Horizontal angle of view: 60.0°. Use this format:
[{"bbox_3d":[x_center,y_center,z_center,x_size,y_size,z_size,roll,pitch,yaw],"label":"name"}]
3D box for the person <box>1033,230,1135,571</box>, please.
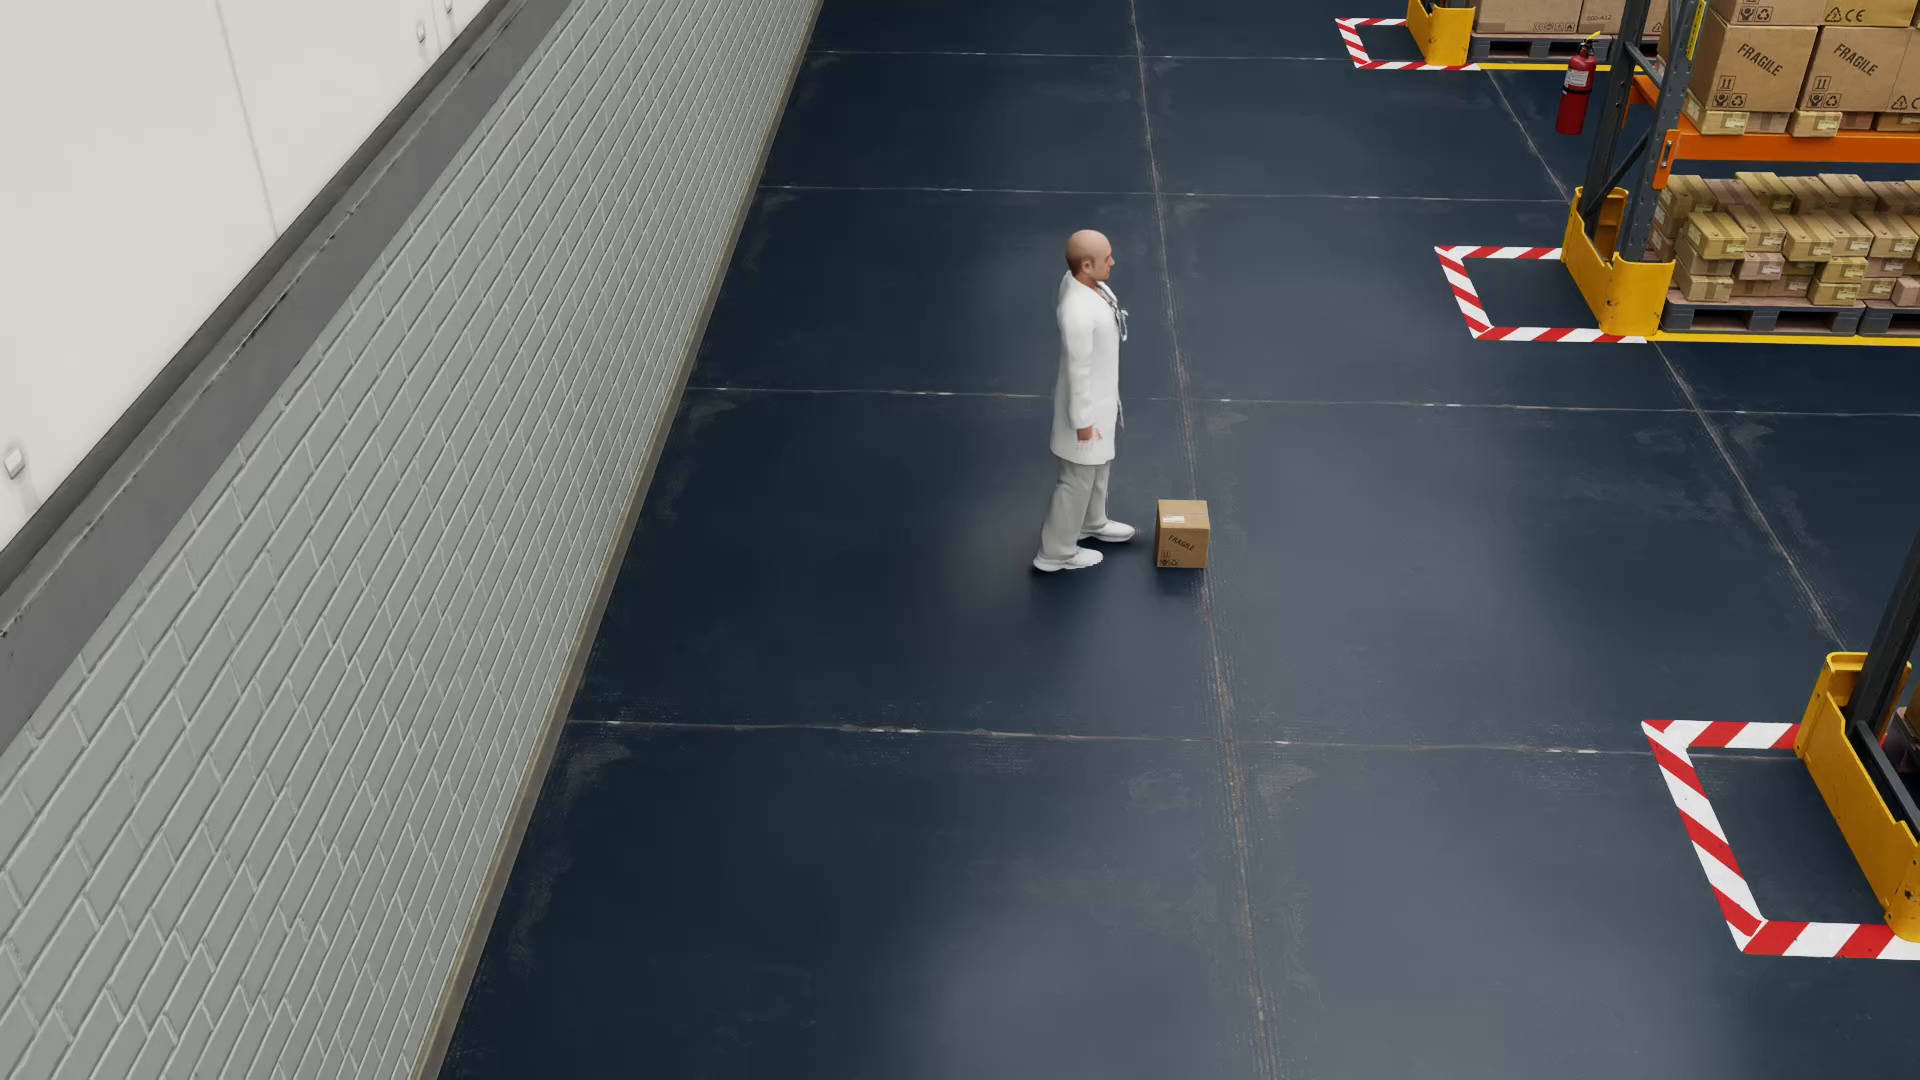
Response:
[{"bbox_3d":[0.645,-0.672,8.103,0.517,1.804,0.585,3,35,4],"label":"person"}]
